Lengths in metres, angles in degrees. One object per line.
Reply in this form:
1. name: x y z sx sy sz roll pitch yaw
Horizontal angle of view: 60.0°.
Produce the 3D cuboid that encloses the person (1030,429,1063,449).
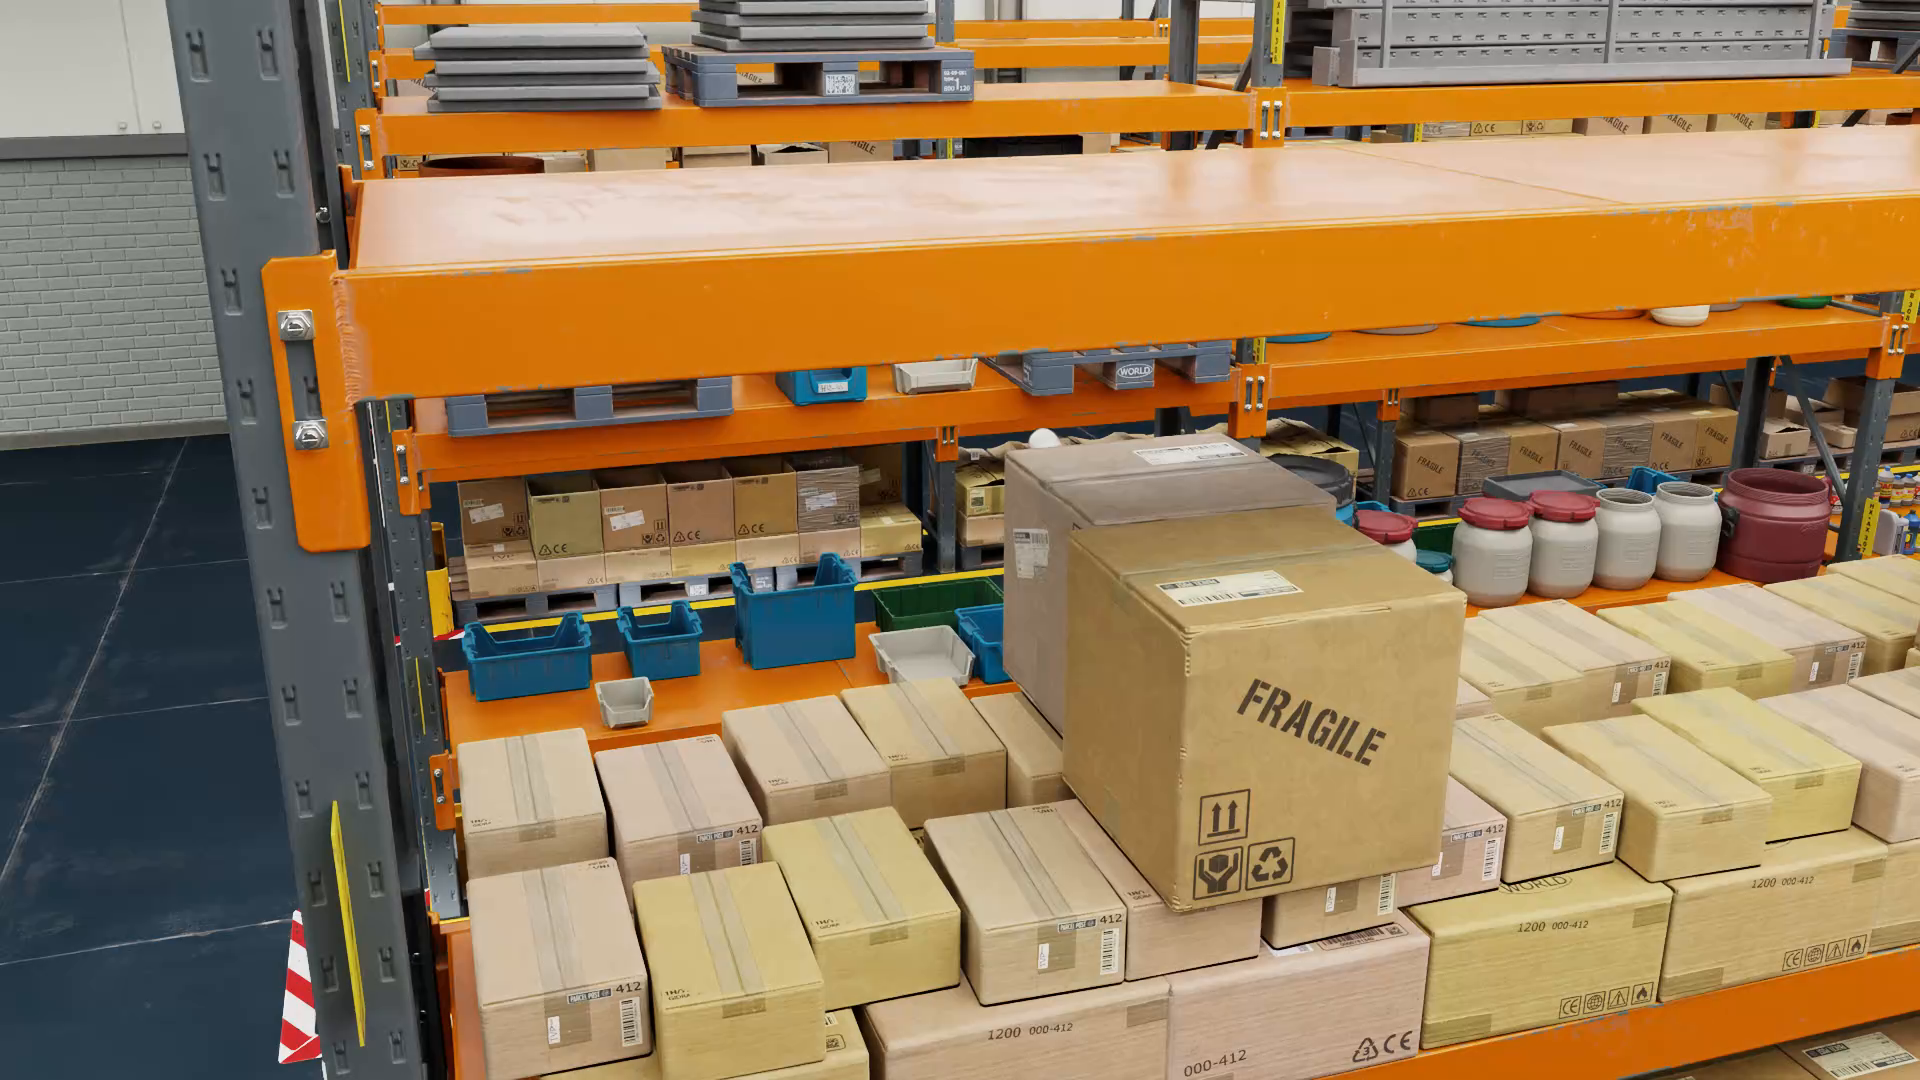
1. person: 0.575 0.142 11.110 0.519 1.793 0.435 -6 20 -18
